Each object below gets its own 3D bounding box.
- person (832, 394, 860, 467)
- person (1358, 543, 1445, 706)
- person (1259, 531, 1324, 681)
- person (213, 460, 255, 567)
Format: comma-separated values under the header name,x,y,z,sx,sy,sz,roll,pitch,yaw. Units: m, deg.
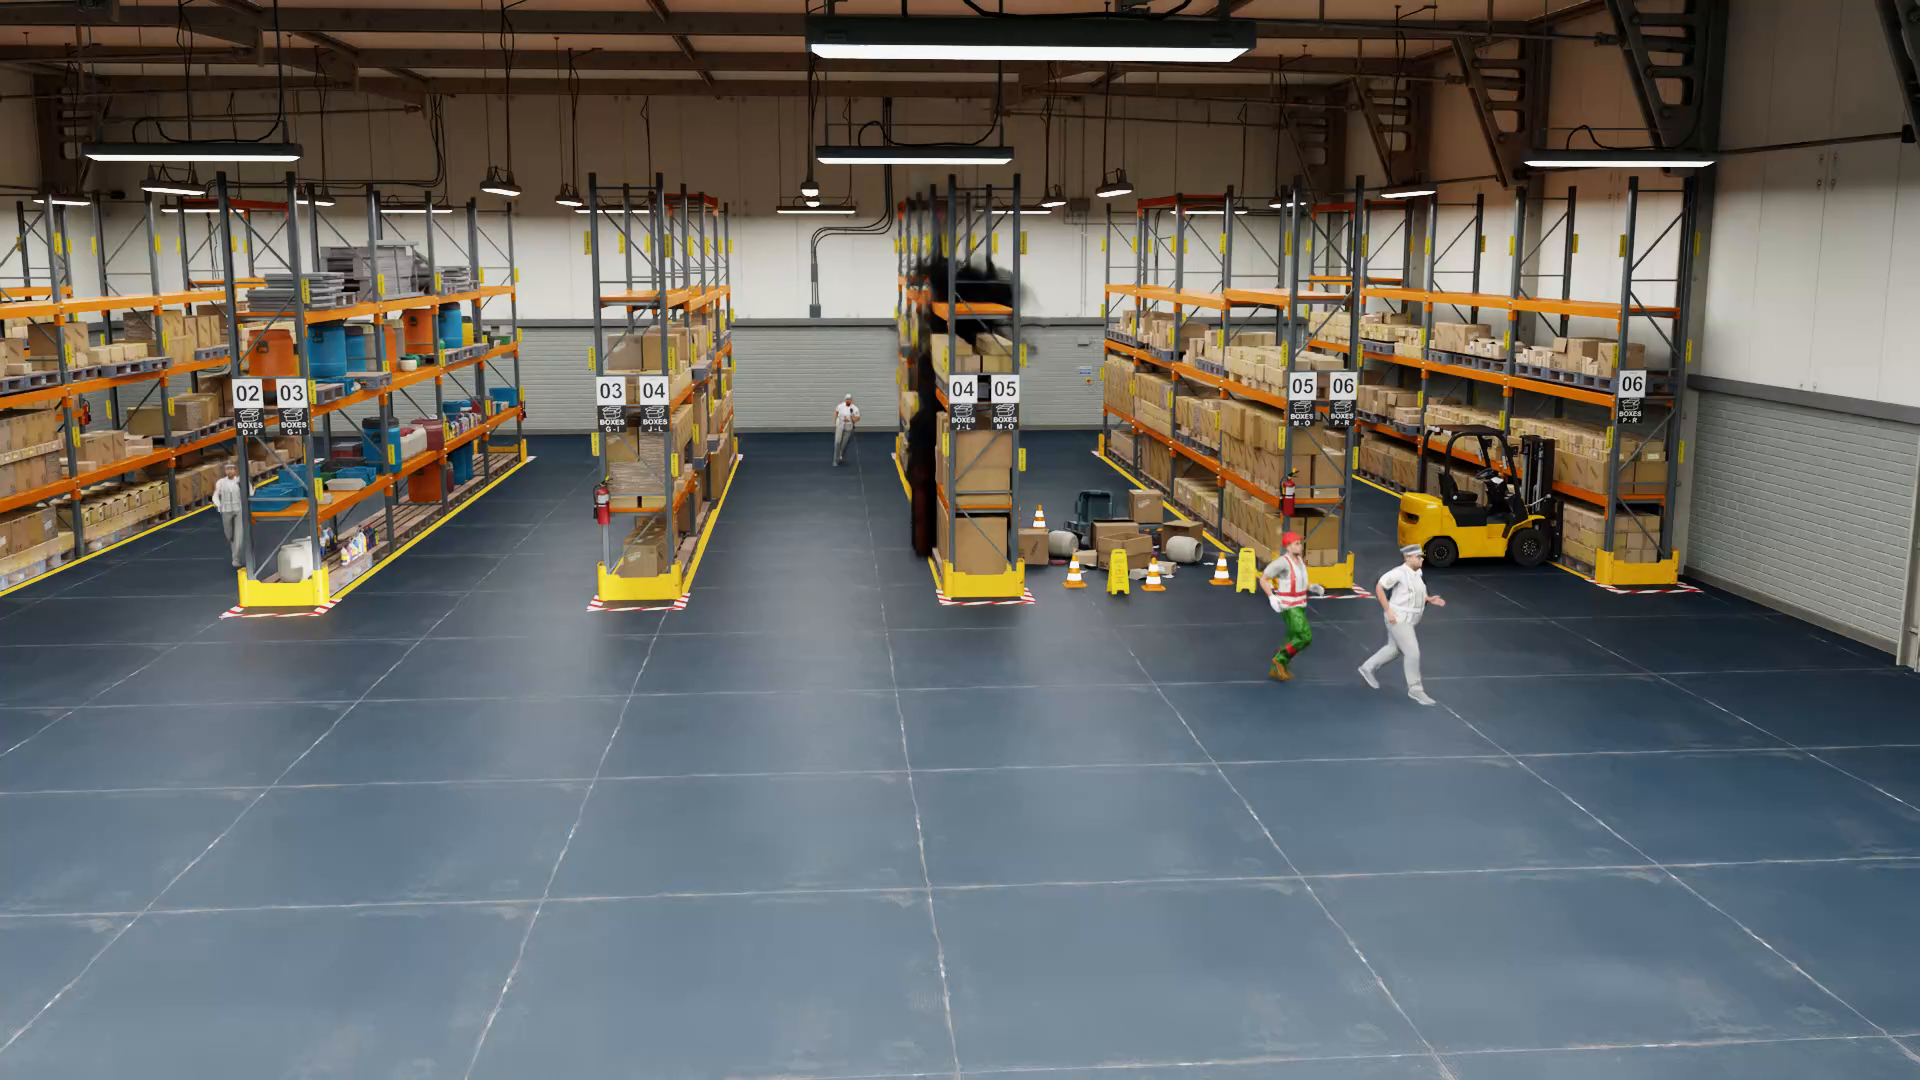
name,x,y,z,sx,sy,sz,roll,pitch,yaw
person,-2.634,-2.554,38.556,0.647,1.702,0.788,0,10,0
person,4.906,0.901,18.567,0.967,1.792,0.612,7,12,34
person,3.871,0.774,19.179,0.637,1.742,0.650,8,13,38
person,-11.574,-0.449,26.530,0.617,1.682,0.747,-3,11,-17
